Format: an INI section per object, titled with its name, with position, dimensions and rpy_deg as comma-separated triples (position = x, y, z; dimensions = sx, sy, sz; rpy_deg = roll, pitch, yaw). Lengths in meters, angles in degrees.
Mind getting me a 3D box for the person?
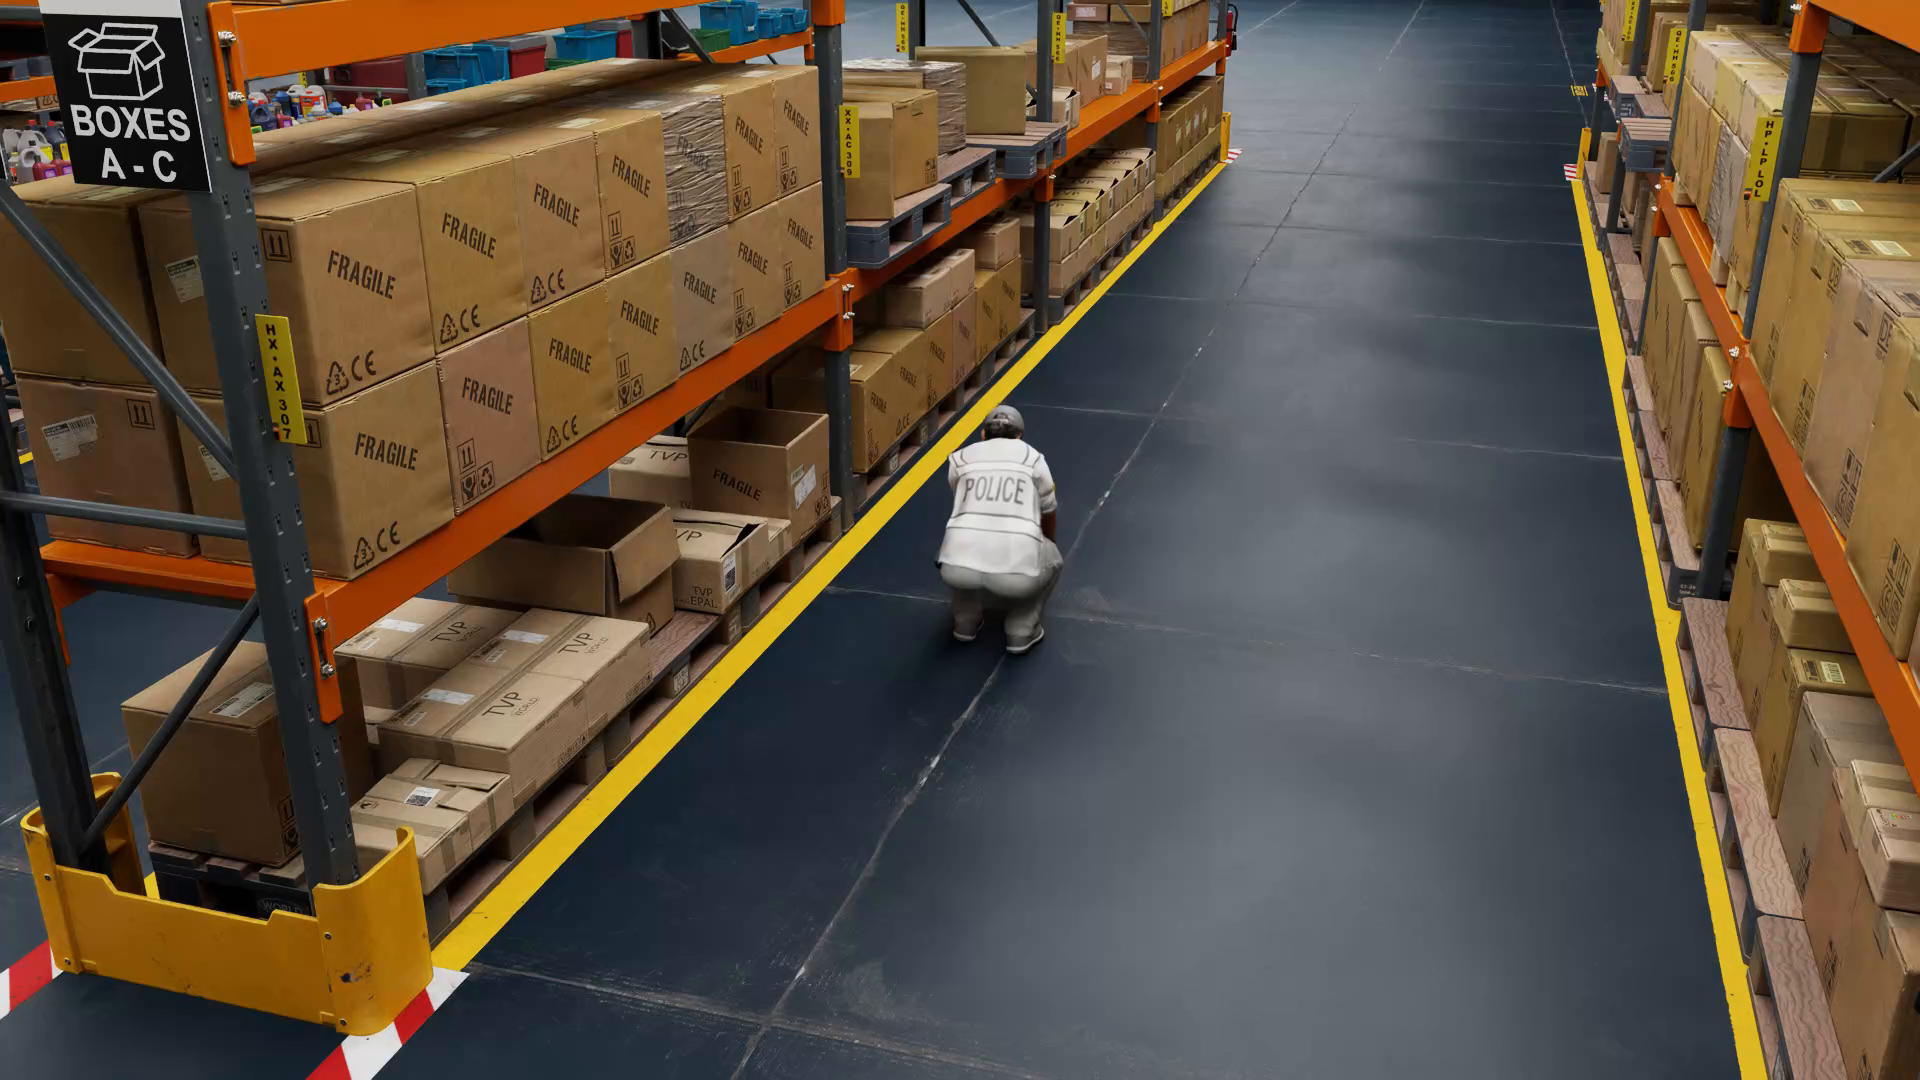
[person]
position = 0.179, -0.048, 7.179
dimensions = 0.505, 0.951, 0.867
rpy_deg = 6, 23, 14
